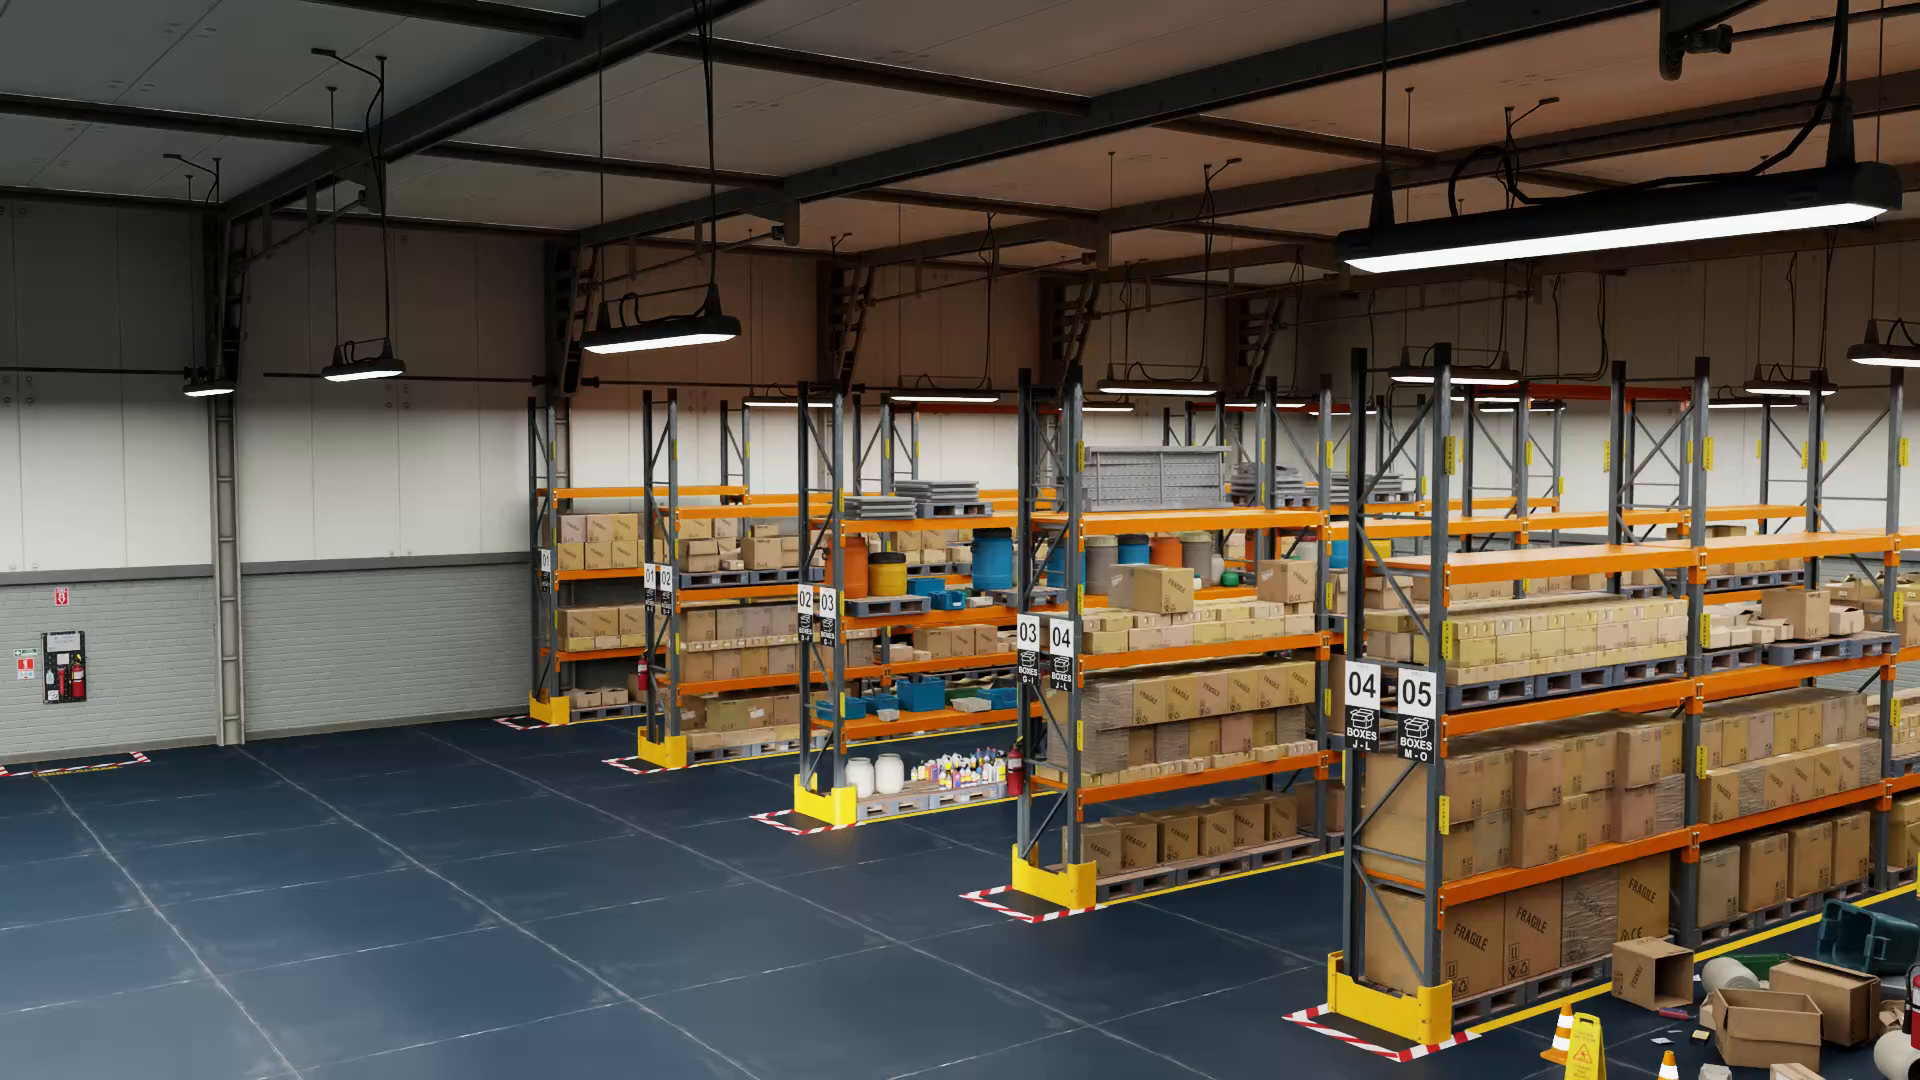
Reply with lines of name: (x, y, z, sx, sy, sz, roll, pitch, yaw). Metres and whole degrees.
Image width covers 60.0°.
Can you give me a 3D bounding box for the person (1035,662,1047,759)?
person: (1.371, 2.808, 27.152, 0.574, 1.639, 0.703, 1, 4, 19)
